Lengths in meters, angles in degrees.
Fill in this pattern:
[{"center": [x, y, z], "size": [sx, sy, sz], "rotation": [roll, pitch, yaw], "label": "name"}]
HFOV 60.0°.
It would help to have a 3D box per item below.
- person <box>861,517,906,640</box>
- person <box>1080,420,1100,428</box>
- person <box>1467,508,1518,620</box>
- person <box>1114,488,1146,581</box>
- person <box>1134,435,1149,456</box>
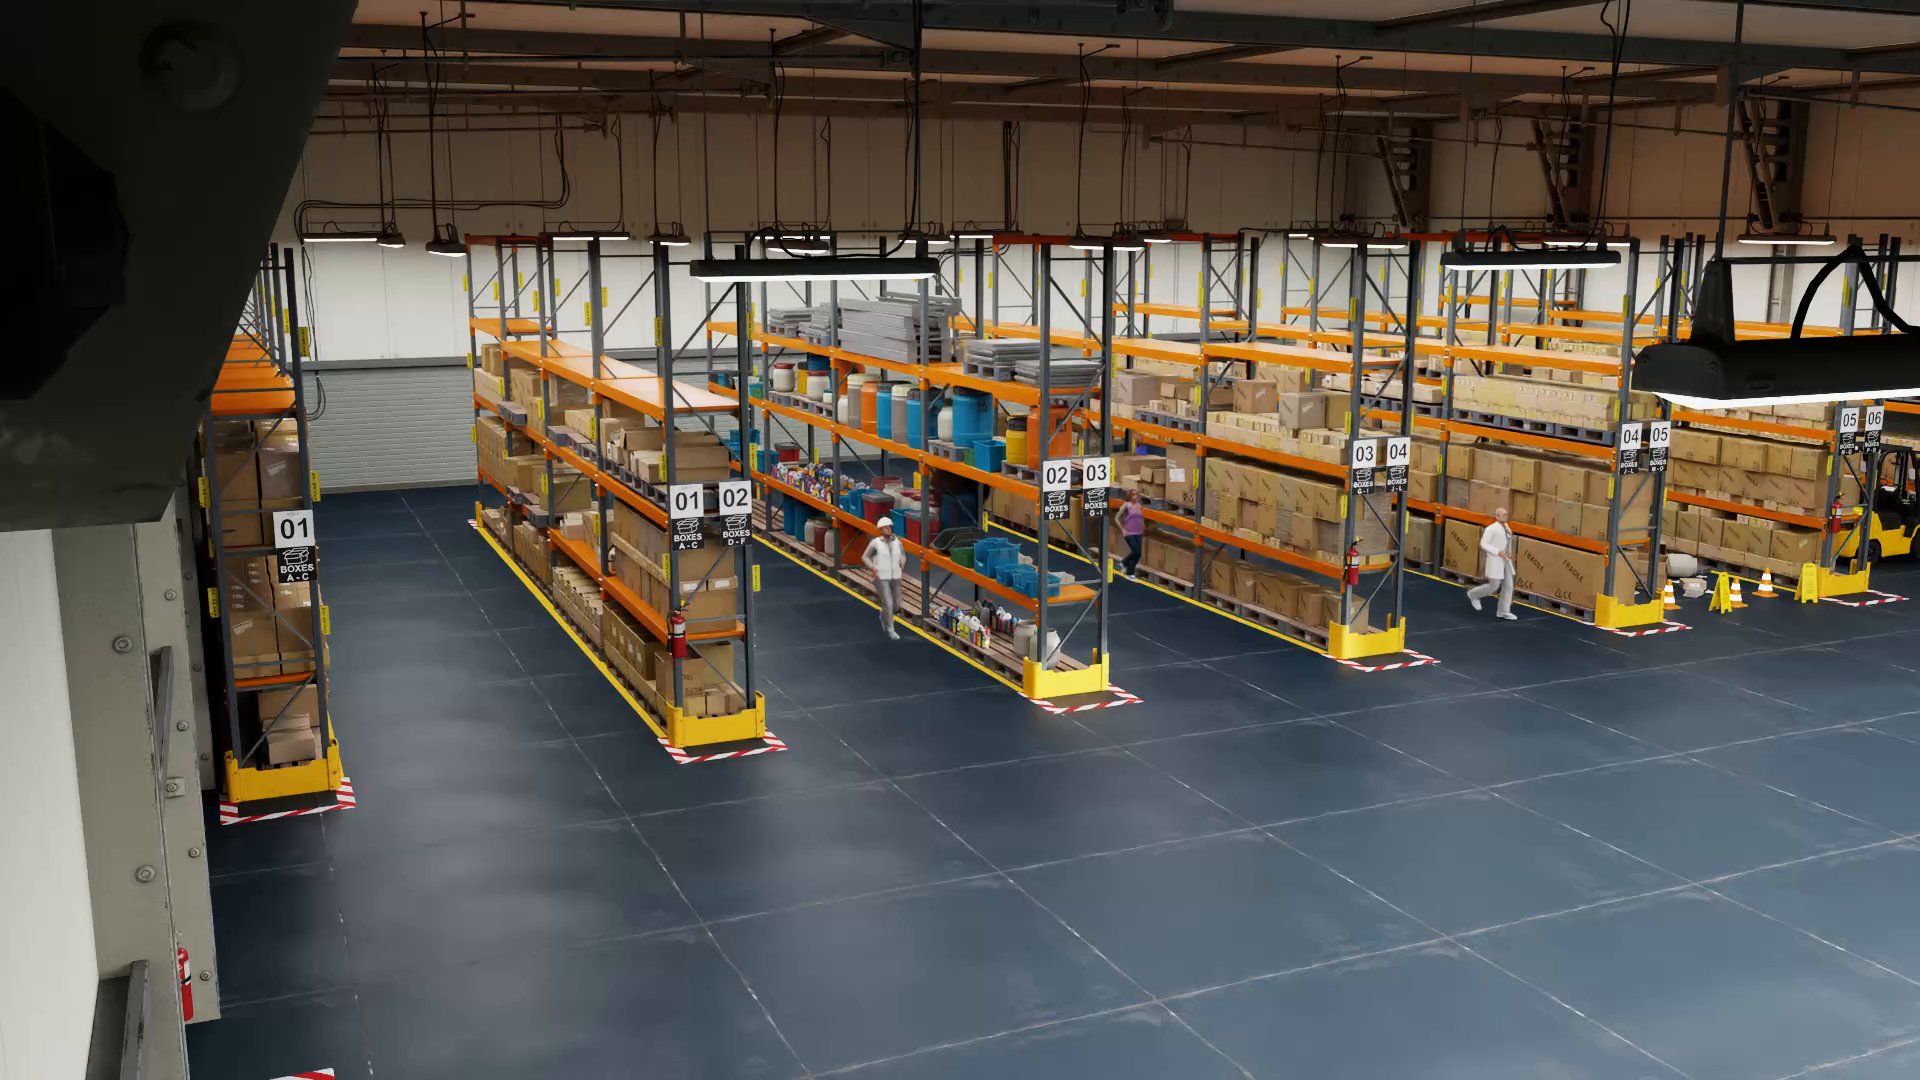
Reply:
[{"center": [-1.056, 0.553, 24.205], "size": [0.668, 1.760, 0.707], "rotation": [-6, 13, -29], "label": "person"}, {"center": [3.095, -2.492, 41.562], "size": [0.657, 1.690, 0.761], "rotation": [-3, 11, -13], "label": "person"}, {"center": [8.587, 0.449, 26.638], "size": [0.725, 1.562, 0.913], "rotation": [-8, 14, -36], "label": "person"}, {"center": [2.911, -0.075, 27.946], "size": [0.532, 1.550, 0.474], "rotation": [-7, 13, -32], "label": "person"}, {"center": [3.955, -1.498, 36.605], "size": [0.581, 1.651, 0.656], "rotation": [-3, 11, -16], "label": "person"}]
